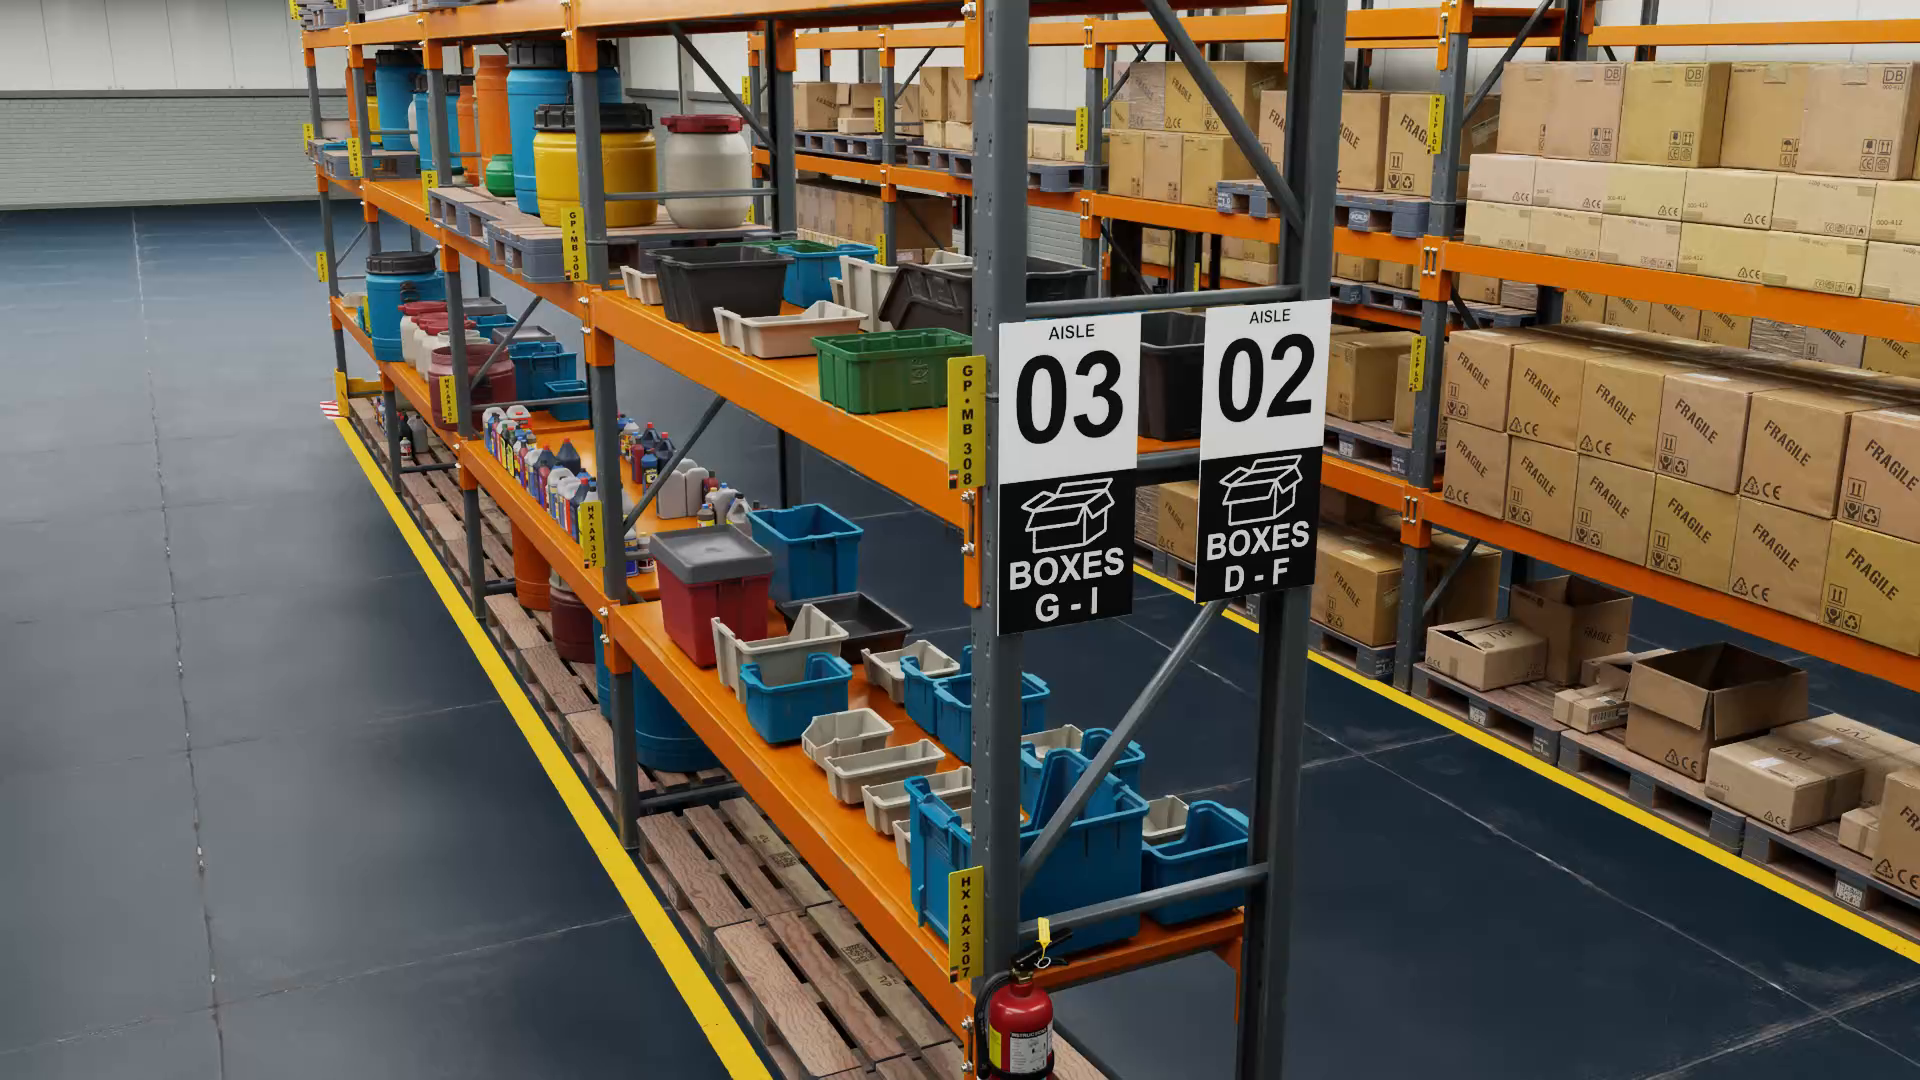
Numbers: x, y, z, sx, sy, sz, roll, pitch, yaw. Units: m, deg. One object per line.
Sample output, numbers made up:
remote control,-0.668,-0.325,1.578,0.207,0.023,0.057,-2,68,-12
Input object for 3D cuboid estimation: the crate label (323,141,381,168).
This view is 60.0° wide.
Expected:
crate label,-5.982,-3.798,16.380,0.502,0.251,0.408,-8,18,-25

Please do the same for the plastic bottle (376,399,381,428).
plastic bottle,-5.908,-1.292,16.943,0.061,0.283,0.133,-7,18,-24

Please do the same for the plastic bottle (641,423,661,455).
plastic bottle,-1.907,-0.548,10.312,0.144,0.351,0.185,-8,18,-25

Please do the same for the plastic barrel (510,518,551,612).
plastic barrel,-2.771,0.012,11.443,0.600,0.830,0.708,-8,18,-25

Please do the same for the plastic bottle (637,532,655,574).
plastic bottle,-1.608,0.061,8.462,0.097,0.201,0.097,0,16,0

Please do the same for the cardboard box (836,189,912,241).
cardboard box,-0.940,-3.568,18.213,0.700,0.500,0.500,-8,18,-25

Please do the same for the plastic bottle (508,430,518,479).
plastic bottle,-2.780,-0.535,10.389,0.061,0.283,0.133,-8,18,-25

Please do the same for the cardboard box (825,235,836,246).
cardboard box,-1.284,-3.320,18.524,0.380,0.149,0.250,-7,17,-23

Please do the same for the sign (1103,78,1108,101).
sign,1.913,-5.926,21.939,0.100,0.325,0.005,-8,18,-25

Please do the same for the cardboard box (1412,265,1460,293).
cardboard box,5.124,-2.827,17.184,0.700,0.500,0.500,-8,18,-25

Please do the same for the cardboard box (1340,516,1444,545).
cardboard box,2.970,0.156,11.505,0.500,0.500,0.500,-7,18,-24

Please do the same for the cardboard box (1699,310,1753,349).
cardboard box,6.560,-1.812,13.872,0.500,0.500,0.500,-7,17,-23

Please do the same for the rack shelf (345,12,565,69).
rack shelf,-3.877,-3.790,12.672,1.077,0.370,4.000,-8,18,-25

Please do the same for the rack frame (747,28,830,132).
rack frame,-2.051,-6.413,19.785,1.000,3.000,0.127,-8,18,-25

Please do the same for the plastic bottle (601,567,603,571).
plastic bottle,-1.787,0.055,8.482,0.097,0.201,0.097,0,16,0

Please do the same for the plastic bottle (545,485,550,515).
plastic bottle,-2.328,-0.252,9.550,0.097,0.201,0.097,0,16,0

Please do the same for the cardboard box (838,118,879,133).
cardboard box,-1.073,-4.394,17.627,0.380,0.149,0.250,-8,18,-25

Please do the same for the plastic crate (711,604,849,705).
plastic crate,-0.745,0.472,6.772,0.437,0.282,0.530,-8,18,-25

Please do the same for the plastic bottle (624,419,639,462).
plastic bottle,-2.134,-0.653,10.822,0.097,0.271,0.097,0,16,0

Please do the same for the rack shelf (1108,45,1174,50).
rack shelf,3.277,-6.170,20.246,1.077,0.370,4.000,-8,18,-25

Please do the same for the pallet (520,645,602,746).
pallet,-2.087,0.885,10.286,1.003,0.211,1.213,-8,18,-25

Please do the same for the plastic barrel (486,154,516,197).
plastic barrel,-2.743,-2.227,10.155,0.294,0.245,0.294,0,16,0

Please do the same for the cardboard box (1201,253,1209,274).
cardboard box,3.228,-3.403,20.407,0.500,0.250,0.500,-8,18,-25

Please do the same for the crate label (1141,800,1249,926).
crate label,0.692,0.986,5.072,0.416,0.233,0.303,-8,18,-25

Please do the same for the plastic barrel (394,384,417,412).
plastic barrel,-5.929,-1.660,17.845,0.421,0.512,0.421,0,16,0

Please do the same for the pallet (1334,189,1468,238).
pallet,2.983,-2.076,10.449,1.213,0.211,1.003,-8,18,-25

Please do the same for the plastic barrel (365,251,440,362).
plastic barrel,-4.856,-2.049,14.543,0.600,0.901,0.708,-8,18,-25

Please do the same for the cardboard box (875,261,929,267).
cardboard box,-0.499,-2.695,17.523,0.700,0.500,0.500,-8,18,-26

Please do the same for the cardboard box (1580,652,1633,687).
cardboard box,3.929,0.797,9.905,0.380,0.149,0.250,-8,18,-25

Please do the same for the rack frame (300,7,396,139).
rack frame,-6.505,-5.816,17.702,1.000,3.000,0.127,-8,18,-25

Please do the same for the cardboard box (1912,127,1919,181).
cardboard box,4.576,-1.792,7.127,0.700,0.500,0.500,-8,18,-25

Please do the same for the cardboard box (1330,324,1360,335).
cardboard box,2.377,-1.235,11.673,0.700,0.500,0.500,-13,21,-39

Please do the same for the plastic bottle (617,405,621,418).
plastic bottle,-2.339,-0.786,11.264,0.061,0.283,0.133,-8,18,-25

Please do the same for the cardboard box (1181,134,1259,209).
cardboard box,2.126,-2.676,12.020,0.910,0.500,0.500,-8,18,-25

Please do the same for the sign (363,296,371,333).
sign,-5.252,-2.009,14.813,0.100,0.325,0.005,-8,18,-25

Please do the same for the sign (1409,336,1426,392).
sign,2.709,-1.043,9.847,0.100,0.325,0.005,-8,18,-25

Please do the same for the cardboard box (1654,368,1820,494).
cardboard box,3.838,-0.549,8.231,0.500,0.500,0.500,-7,17,-23

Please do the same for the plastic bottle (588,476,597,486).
plastic bottle,-2.047,-0.222,9.320,0.097,0.271,0.097,0,16,0

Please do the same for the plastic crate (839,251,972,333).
plastic crate,-0.189,-0.936,6.353,0.437,0.282,0.530,-8,18,-25

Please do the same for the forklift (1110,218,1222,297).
forklift,2.159,-2.169,15.994,1.130,2.935,3.031,-8,18,-26

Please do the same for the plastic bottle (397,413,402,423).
plastic bottle,-5.378,-1.051,15.979,0.144,0.351,0.185,-9,18,-28

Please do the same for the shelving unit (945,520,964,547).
shelving unit,0.023,-0.491,13.560,0.215,1.050,0.252,-8,18,-25

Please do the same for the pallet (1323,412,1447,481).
pallet,2.954,-0.673,11.007,1.003,0.211,1.213,-8,18,-25

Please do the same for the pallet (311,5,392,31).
pallet,-5.678,-5.045,16.084,1.003,0.211,1.213,-8,18,-25

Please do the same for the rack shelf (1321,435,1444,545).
rack shelf,2.330,-0.704,12.071,1.077,0.370,4.000,-8,18,-25

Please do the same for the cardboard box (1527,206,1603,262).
cardboard box,3.412,-1.649,8.893,0.500,0.250,0.500,-8,18,-25

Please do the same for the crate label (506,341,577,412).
crate label,-3.193,-1.244,12.585,0.502,0.435,0.616,-8,18,-25

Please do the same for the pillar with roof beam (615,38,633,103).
pillar with roof beam,-13.528,-13.862,45.742,9.100,9.000,0.400,-8,18,-25

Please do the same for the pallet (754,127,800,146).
pallet,-1.765,-4.751,19.589,1.003,0.211,1.213,-8,18,-25

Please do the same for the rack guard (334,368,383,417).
rack guard,-6.430,-1.717,18.829,1.175,0.500,0.348,-8,18,-25

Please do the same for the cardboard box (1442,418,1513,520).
cardboard box,3.184,-0.443,9.675,0.500,0.500,0.500,-7,17,-23

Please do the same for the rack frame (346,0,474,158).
rack frame,-4.753,-4.824,14.246,1.000,3.000,0.127,-8,18,-25

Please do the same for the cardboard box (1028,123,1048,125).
cardboard box,0.484,-3.628,15.027,0.500,0.250,0.500,-9,18,-30
